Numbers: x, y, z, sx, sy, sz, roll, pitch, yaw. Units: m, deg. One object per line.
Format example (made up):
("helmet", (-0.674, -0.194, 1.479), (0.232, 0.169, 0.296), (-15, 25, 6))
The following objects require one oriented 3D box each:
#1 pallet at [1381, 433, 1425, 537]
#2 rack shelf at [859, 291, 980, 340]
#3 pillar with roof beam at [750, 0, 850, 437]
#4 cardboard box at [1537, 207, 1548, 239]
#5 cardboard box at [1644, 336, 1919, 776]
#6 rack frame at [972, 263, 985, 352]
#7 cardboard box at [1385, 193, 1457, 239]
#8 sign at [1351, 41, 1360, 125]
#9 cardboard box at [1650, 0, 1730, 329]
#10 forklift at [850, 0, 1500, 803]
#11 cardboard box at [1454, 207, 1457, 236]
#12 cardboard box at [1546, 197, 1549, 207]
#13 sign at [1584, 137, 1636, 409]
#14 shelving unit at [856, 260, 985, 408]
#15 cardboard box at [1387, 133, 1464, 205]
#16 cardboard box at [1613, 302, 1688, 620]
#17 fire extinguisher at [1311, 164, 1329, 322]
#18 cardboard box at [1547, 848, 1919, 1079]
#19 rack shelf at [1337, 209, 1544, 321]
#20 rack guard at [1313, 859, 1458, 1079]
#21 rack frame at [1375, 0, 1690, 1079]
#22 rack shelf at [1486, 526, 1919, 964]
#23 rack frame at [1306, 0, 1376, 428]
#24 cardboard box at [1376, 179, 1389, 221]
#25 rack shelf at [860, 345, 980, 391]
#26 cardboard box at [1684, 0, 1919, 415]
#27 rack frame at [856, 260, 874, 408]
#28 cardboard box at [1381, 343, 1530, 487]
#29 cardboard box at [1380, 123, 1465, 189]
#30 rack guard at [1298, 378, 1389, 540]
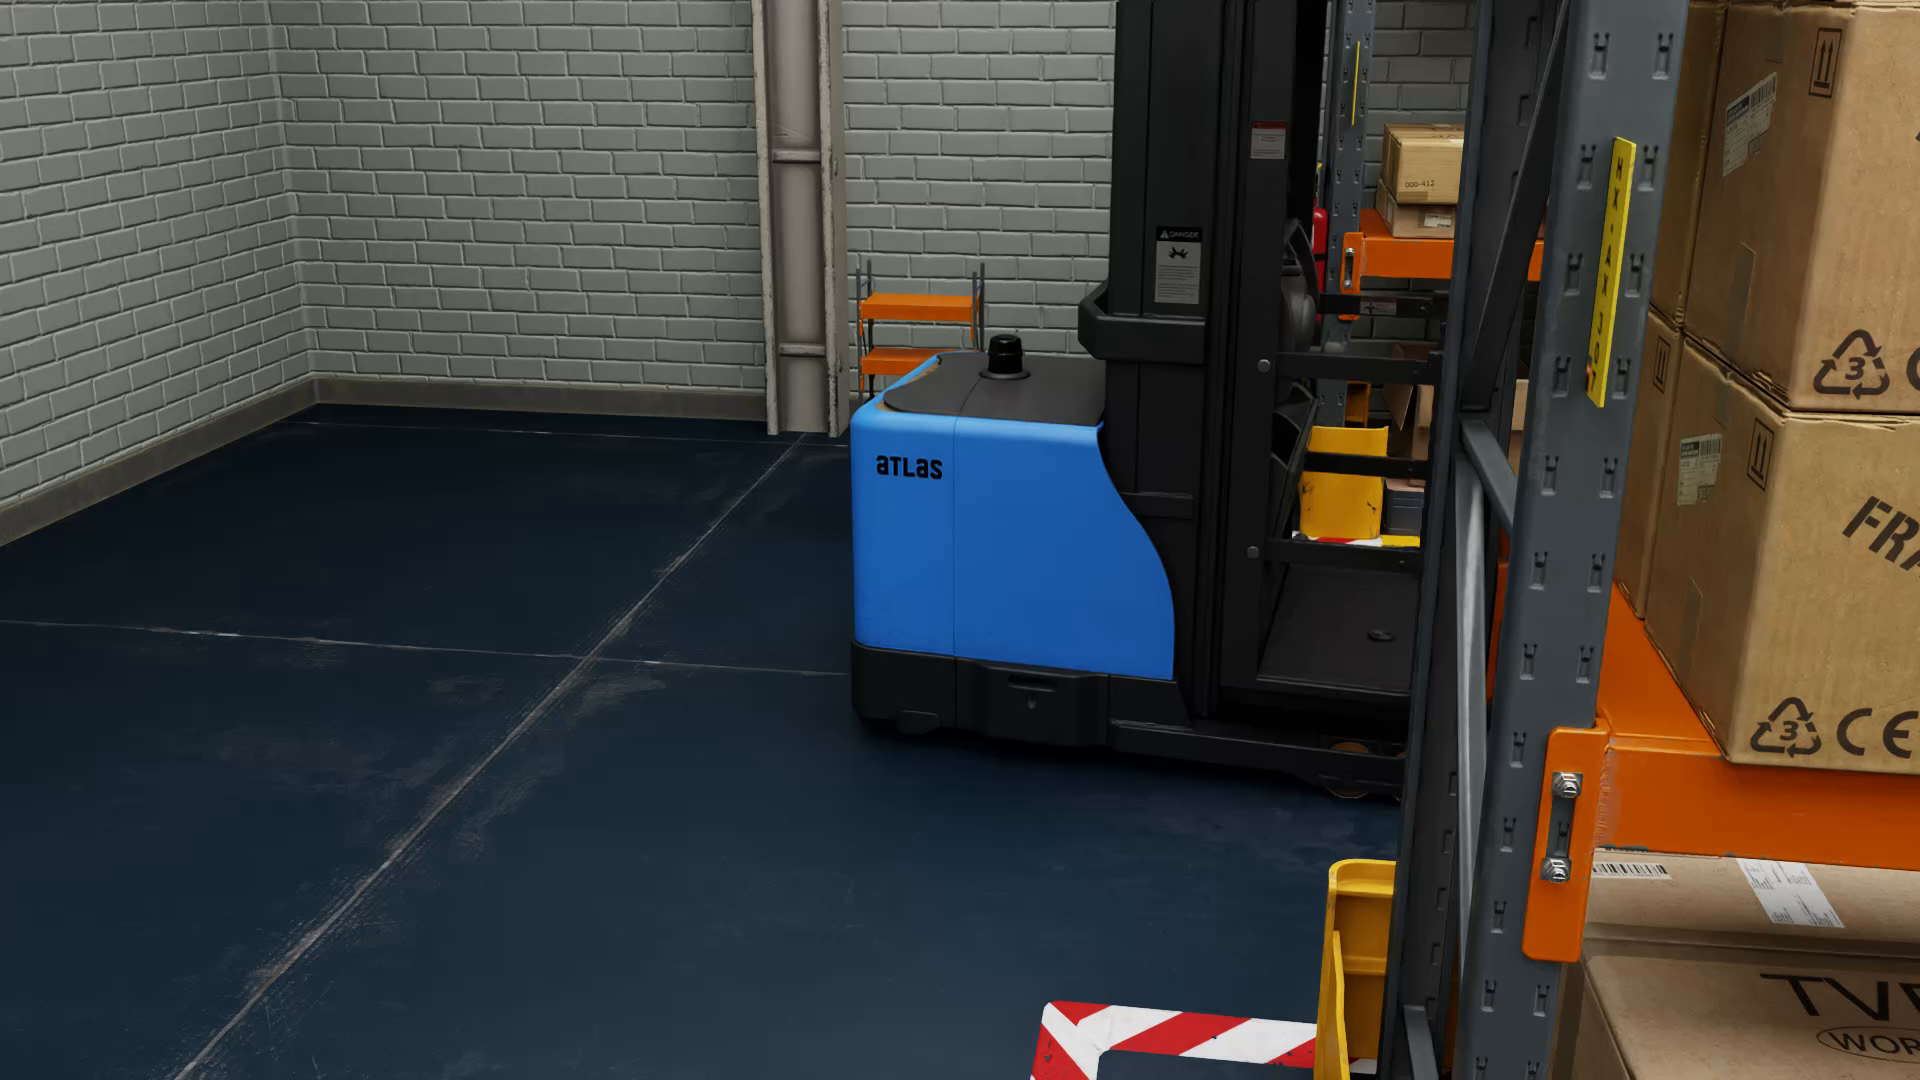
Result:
("pallet", (2.554, -0.249, 7.716), (1.213, 0.211, 1.003), (3, 19, 9))
("rack shelf", (-0.163, -0.950, 7.013), (0.480, 0.148, 0.258), (3, 19, 9))
("pillar with roof beam", (-1.510, -3.530, 3.670), (0.400, 9.000, 9.100), (3, 19, 9))
("cardboard box", (2.496, -1.393, 7.135), (0.250, 0.149, 0.380), (3, 19, 8))
("cardboard box", (1.337, 0.007, 2.399), (0.500, 0.500, 0.500), (3, 19, 8))
("rack frame", (0.077, -0.565, 7.101), (0.015, 1.200, 0.240), (3, 19, 9))
("cardboard box", (1.973, -1.394, 7.137), (0.250, 0.149, 0.380), (3, 19, 8))
("sign", (1.606, -1.856, 6.758), (0.005, 0.325, 0.100), (3, 19, 9))
("cardboard box", (1.422, -0.632, 2.731), (0.500, 0.500, 0.500), (4, 19, 10))
("forklift", (1.221, -0.784, 5.028), (3.031, 2.935, 1.130), (5, 19, 15))
("cardboard box", (2.232, -1.395, 7.142), (0.250, 0.149, 0.380), (3, 19, 10))
("cardboard box", (2.595, -1.553, 6.984), (0.500, 0.250, 0.500), (3, 19, 9))
("sign", (0.814, -0.335, 2.087), (0.005, 0.325, 0.100), (3, 19, 9))
("shelving unit", (-0.163, -0.577, 7.138), (0.503, 1.200, 0.258), (3, 19, 9))
("cardboard box", (2.097, -1.578, 7.060), (0.500, 0.250, 0.500), (3, 19, 9))
("cardboard box", (1.427, -0.166, 2.915), (0.500, 0.500, 0.500), (3, 19, 9))
("fire extinguisher", (1.473, -1.264, 7.064), (0.183, 0.674, 0.296), (3, 19, 9))
("cardboard box", (1.576, 0.958, 3.090), (0.875, 0.438, 0.875), (2, 19, 7))
("rack shelf", (3.667, -1.174, 7.217), (4.000, 0.370, 1.077), (3, 19, 9))
("rack guard", (0.885, 1.124, 3.156), (0.348, 0.500, 1.175), (3, 19, 9))
("rack frame", (0.908, -0.060, 2.755), (0.127, 3.000, 1.000), (3, 19, 9))
("rack shelf", (2.883, 0.382, 2.569), (4.000, 0.370, 1.077), (3, 19, 9))
("rack frame", (1.692, -1.615, 7.404), (0.127, 3.000, 1.000), (3, 19, 9))
("cardboard box", (2.062, -1.564, 7.645), (0.250, 0.149, 0.380), (3, 19, 8))
("rack shelf", (-0.163, -0.726, 7.088), (0.480, 0.148, 0.258), (3, 19, 9))
("cardboard box", (1.337, -0.468, 2.242), (0.500, 0.500, 0.500), (3, 19, 7))
("rack frame", (-0.404, -0.590, 7.174), (0.015, 1.200, 0.240), (3, 19, 9))
("cardboard box", (2.281, -0.570, 7.552), (0.637, 0.503, 0.797), (2, 19, 6))
("cardboard box", (2.188, -1.745, 7.559), (0.500, 0.250, 0.500), (3, 19, 10))
("rack guard", (1.767, -0.426, 7.789), (0.348, 0.500, 1.175), (3, 19, 9))
